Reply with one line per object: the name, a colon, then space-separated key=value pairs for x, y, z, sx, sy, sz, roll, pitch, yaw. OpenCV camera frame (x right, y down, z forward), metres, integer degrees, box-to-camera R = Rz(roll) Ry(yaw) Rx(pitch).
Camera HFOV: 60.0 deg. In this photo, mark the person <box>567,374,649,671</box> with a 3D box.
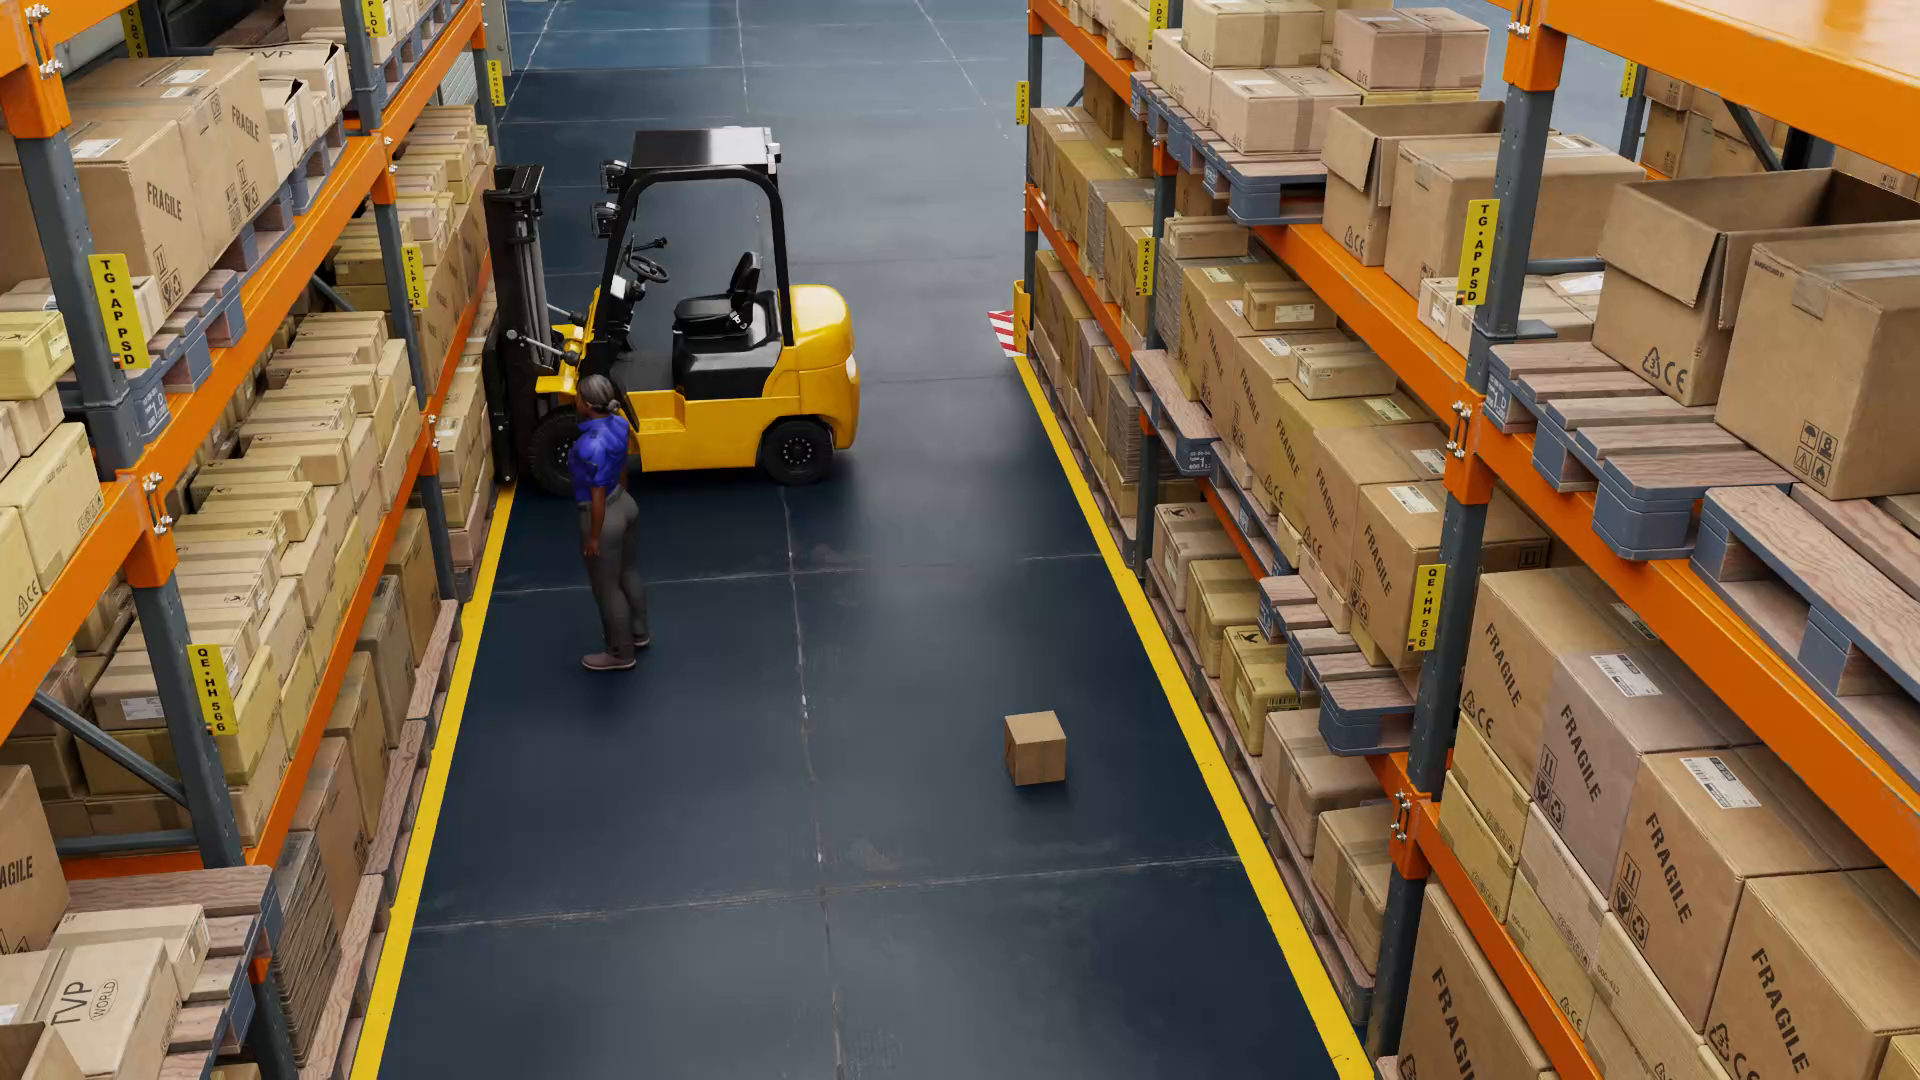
person: x=-1.886 y=-0.099 z=8.812 sx=0.323 sy=1.663 sz=0.446 roll=6 pitch=28 yaw=11
